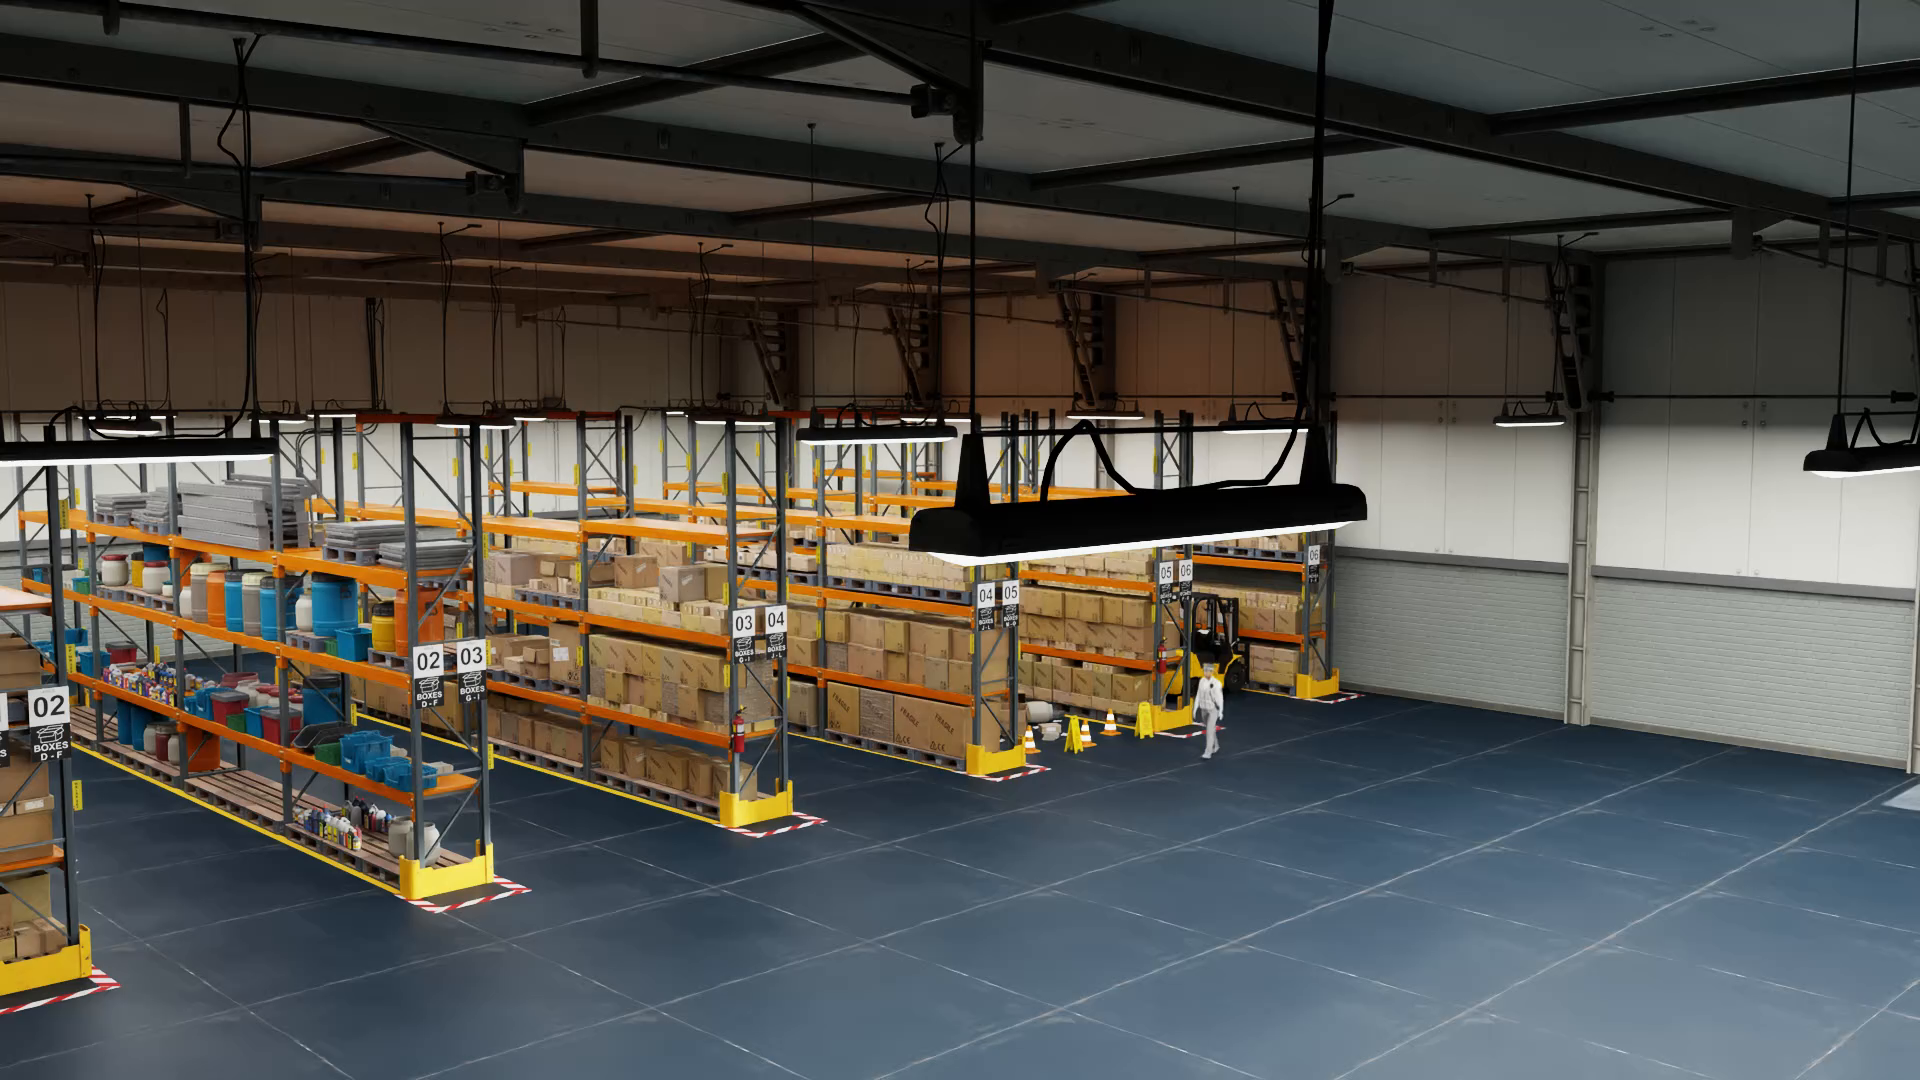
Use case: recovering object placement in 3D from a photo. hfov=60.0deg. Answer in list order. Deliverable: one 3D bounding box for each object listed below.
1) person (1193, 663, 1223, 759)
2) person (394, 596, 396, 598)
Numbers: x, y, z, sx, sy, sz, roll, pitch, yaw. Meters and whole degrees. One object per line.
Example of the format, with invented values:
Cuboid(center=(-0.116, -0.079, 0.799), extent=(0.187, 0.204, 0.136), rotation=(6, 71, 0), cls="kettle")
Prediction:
Cuboid(center=(4.385, 2.974, 29.184), extent=(0.488, 1.664, 0.782), rotation=(5, 7, 44), cls="person")
Cuboid(center=(-13.812, 1.947, 41.188), extent=(0.484, 1.630, 0.973), rotation=(0, 5, 4), cls="person")
